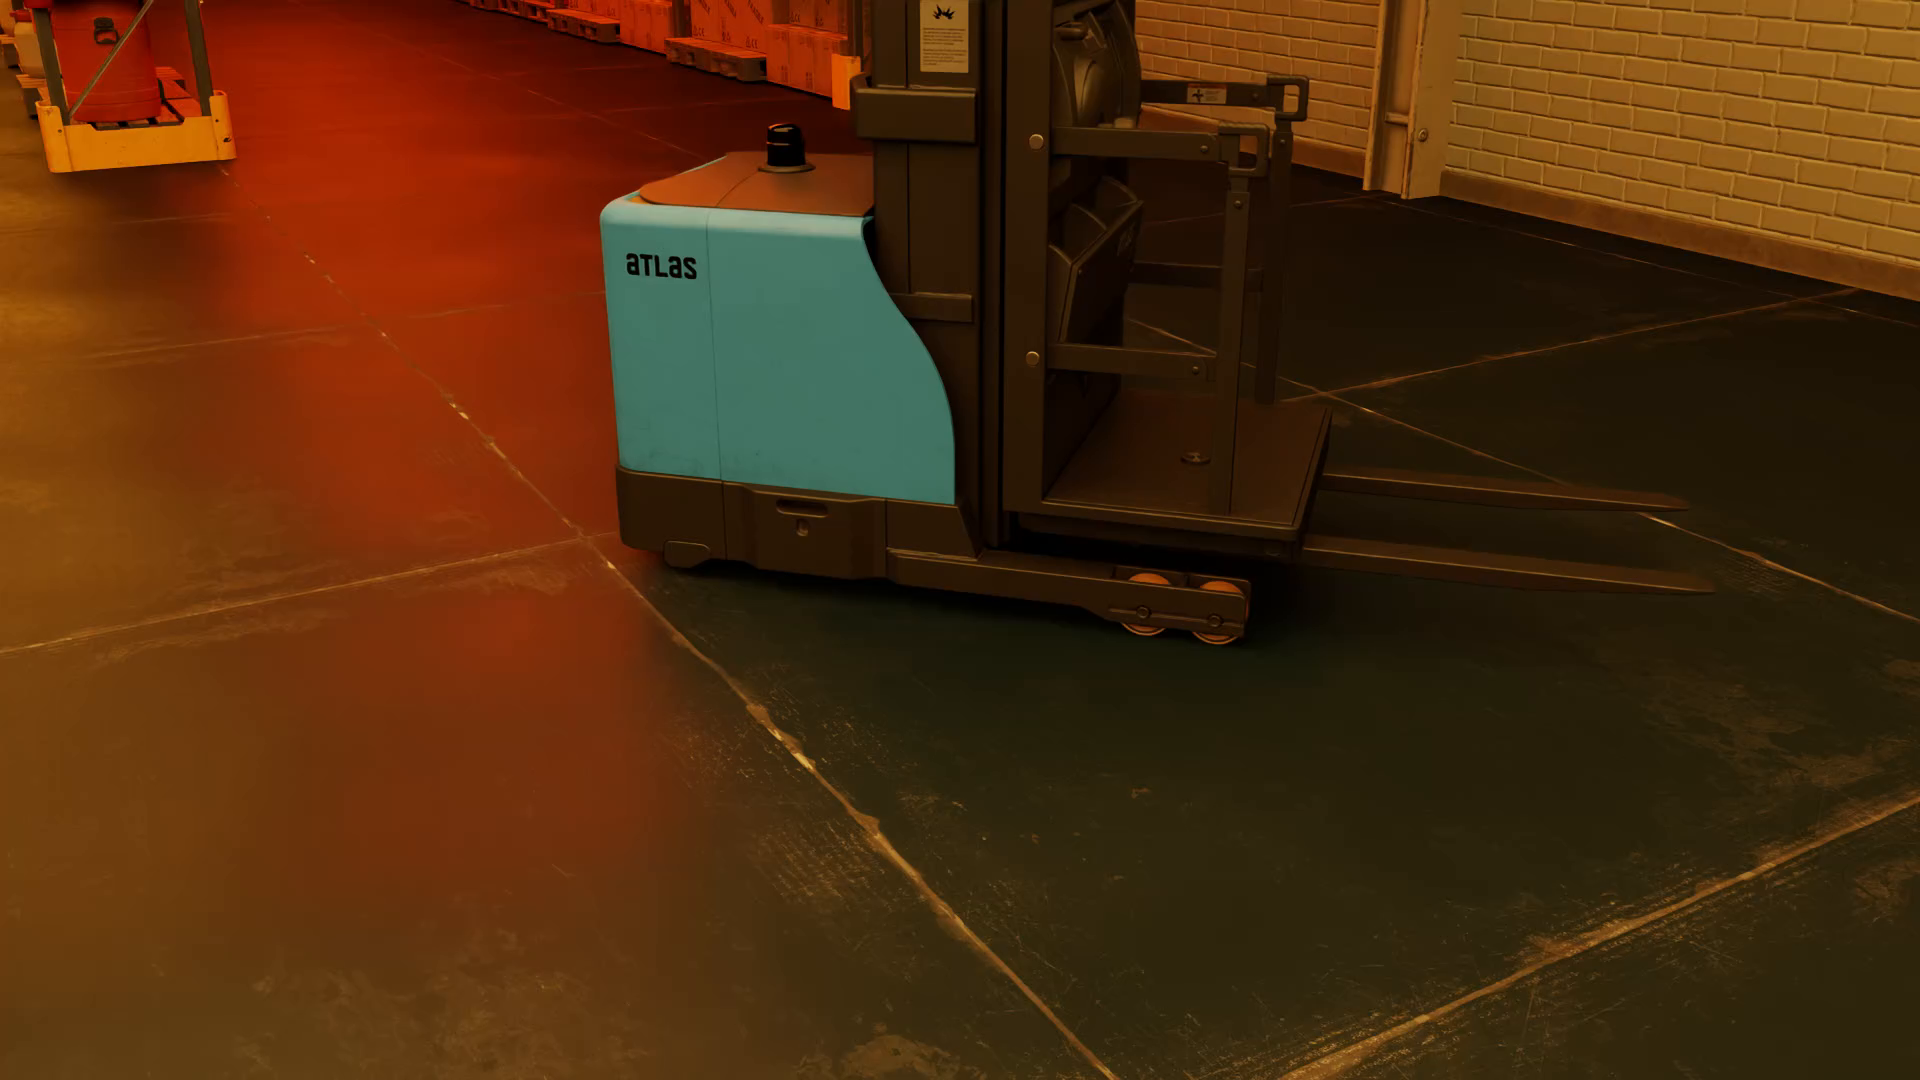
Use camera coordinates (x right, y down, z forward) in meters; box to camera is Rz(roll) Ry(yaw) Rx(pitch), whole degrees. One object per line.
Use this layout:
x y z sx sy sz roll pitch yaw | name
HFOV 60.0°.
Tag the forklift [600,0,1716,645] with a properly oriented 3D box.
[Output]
0.563 -1.301 4.444 3.031 2.935 1.130 6 23 15 | forklift
